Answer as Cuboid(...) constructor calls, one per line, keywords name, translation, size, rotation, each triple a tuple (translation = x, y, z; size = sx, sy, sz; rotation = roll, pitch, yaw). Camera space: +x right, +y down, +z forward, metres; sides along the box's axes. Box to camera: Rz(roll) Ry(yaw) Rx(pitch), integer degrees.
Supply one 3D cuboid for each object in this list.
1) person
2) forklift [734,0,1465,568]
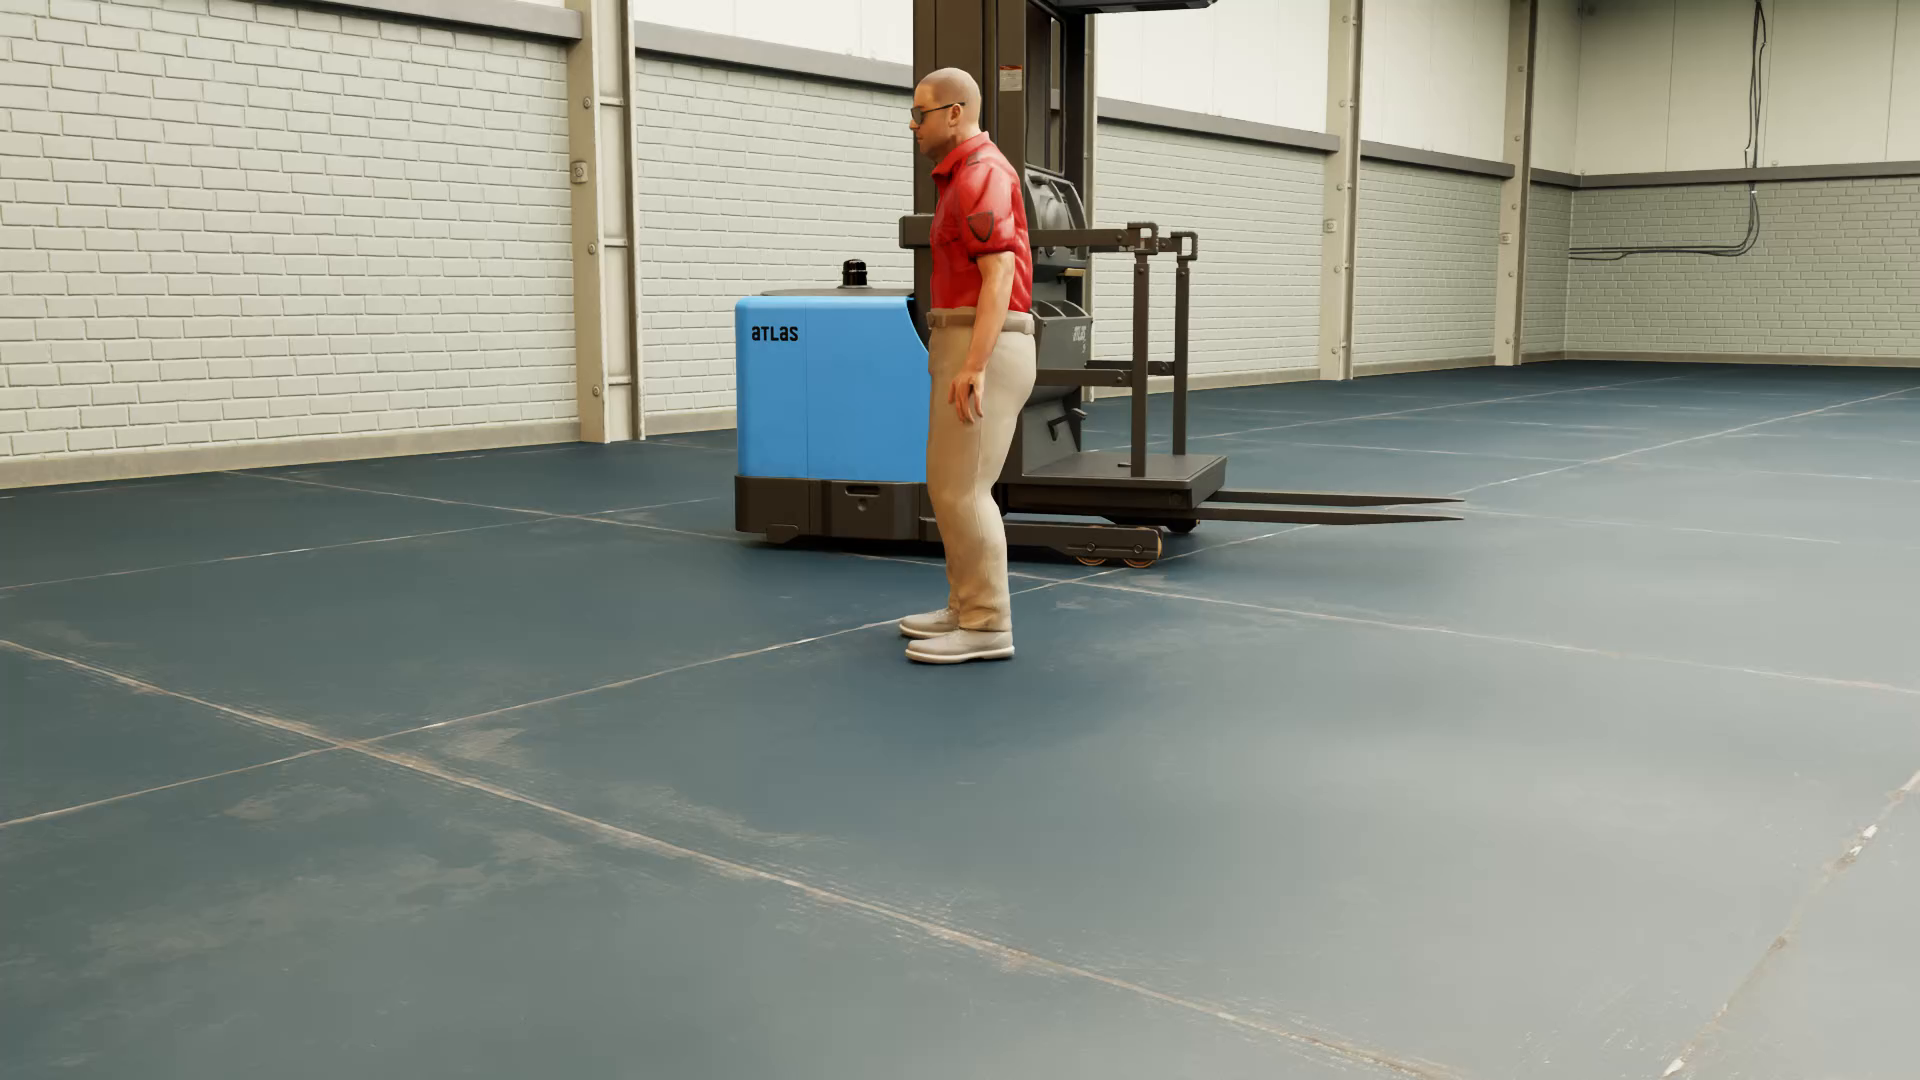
Cuboid(name="person", translation=(0.022, -0.516, 4.969), size=(0.393, 1.725, 0.599), rotation=(-1, 8, -5))
Cuboid(name="forklift", translation=(0.601, -1.424, 7.012), size=(3.031, 2.935, 1.130), rotation=(3, 9, 17))
